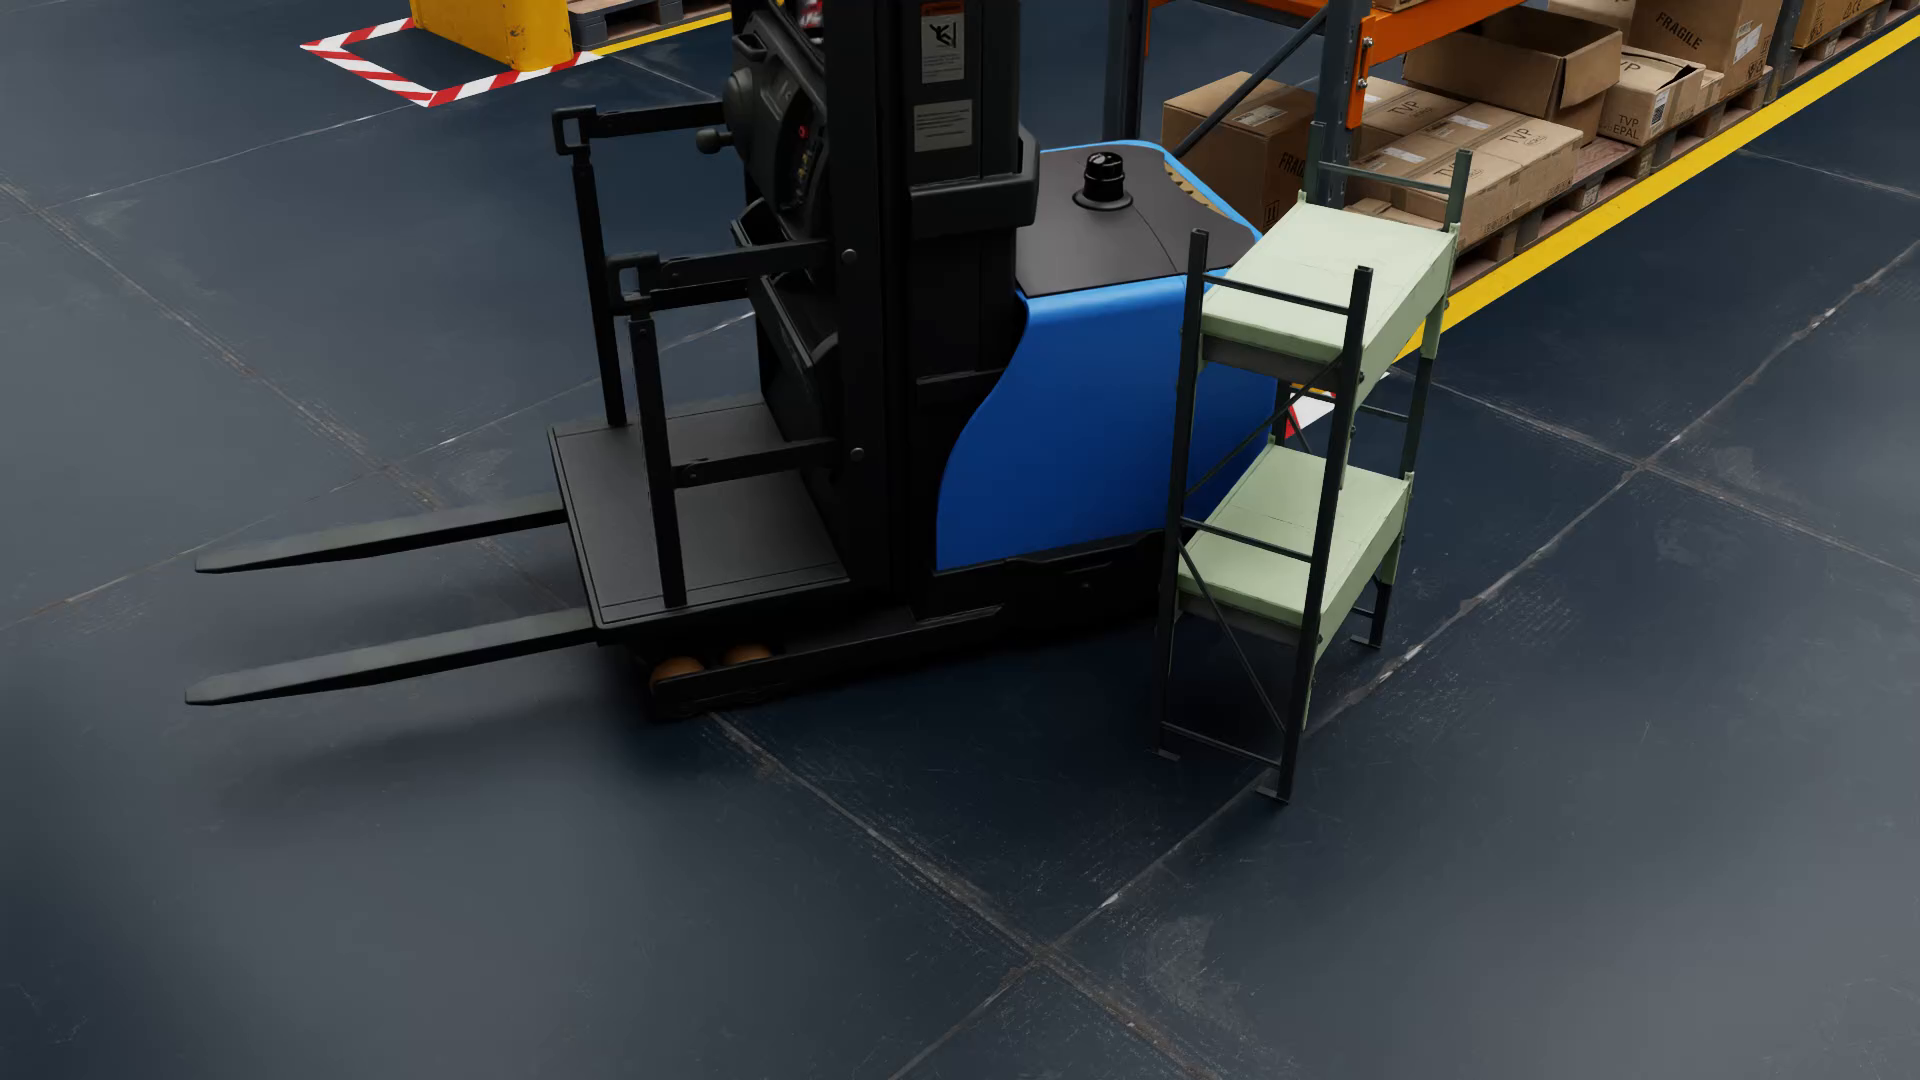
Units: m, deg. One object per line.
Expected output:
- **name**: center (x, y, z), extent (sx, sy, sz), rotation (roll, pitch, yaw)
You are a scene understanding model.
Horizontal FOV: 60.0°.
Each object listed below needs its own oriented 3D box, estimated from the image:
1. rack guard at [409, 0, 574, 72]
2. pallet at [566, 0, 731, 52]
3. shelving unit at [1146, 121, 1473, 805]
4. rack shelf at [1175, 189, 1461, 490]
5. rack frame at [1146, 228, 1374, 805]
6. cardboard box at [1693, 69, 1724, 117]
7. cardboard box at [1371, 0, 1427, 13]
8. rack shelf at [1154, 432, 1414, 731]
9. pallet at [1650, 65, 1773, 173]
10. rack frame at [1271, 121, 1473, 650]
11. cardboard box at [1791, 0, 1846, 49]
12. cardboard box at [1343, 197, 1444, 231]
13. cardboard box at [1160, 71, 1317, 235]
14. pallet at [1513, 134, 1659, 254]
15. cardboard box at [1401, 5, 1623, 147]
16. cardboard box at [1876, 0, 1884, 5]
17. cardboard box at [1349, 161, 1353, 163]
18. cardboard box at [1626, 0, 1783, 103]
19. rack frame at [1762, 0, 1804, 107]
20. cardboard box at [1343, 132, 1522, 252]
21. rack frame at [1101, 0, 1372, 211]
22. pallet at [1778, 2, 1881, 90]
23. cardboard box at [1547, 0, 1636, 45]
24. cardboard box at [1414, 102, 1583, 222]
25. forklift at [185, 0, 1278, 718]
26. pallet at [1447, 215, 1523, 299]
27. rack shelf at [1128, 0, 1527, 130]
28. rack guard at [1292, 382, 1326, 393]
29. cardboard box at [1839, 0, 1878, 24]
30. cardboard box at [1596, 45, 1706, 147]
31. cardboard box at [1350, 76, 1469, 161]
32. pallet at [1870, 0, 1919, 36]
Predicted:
- **rack guard**: center (-2.593, -2.971, 9.073), extent (1.175, 0.500, 0.348), rotation (30, 45, 35)
- **pallet**: center (-1.977, -3.187, 9.635), extent (1.003, 0.211, 1.213), rotation (30, 45, 35)
- **shelving unit**: center (0.859, -0.179, 4.195), extent (0.431, 1.500, 0.755), rotation (18, 39, 24)
- **rack shelf**: center (0.859, -0.499, 3.972), extent (0.431, 0.370, 0.720), rotation (18, 39, 24)
- **rack frame**: center (0.676, 0.003, 3.935), extent (0.400, 1.500, 0.023), rotation (18, 39, 24)
- **cardboard box**: center (3.324, -2.126, 7.785), extent (0.380, 0.149, 0.250), rotation (30, 45, 35)
- **cardboard box**: center (1.427, -2.129, 5.592), extent (0.500, 0.500, 0.500), rotation (-29, 44, -35)
- **rack shelf**: center (0.859, 0.089, 4.382), extent (0.431, 0.370, 0.720), rotation (18, 39, 24)
- **pallet**: center (3.261, -2.215, 8.242), extent (1.003, 0.211, 1.213), rotation (30, 45, 35)
- **rack frame**: center (1.041, -0.360, 4.455), extent (0.400, 1.500, 0.023), rotation (18, 39, 24)
- **cardboard box**: center (4.259, -2.891, 8.573), extent (0.500, 0.500, 0.500), rotation (27, 43, 33)
- **cardboard box**: center (1.642, -1.165, 6.390), extent (0.380, 0.166, 0.250), rotation (30, 45, 35)
- **cardboard box**: center (1.135, -1.489, 6.563), extent (0.500, 0.500, 0.500), rotation (30, 45, 35)
- **pallet**: center (2.401, -1.717, 7.528), extent (1.003, 0.211, 1.213), rotation (30, 45, 35)
- **cardboard box**: center (2.425, -2.029, 7.335), extent (0.797, 0.503, 0.637), rotation (30, 45, 35)
- **cardboard box**: center (4.984, -3.312, 9.177), extent (0.500, 0.500, 0.500), rotation (-29, 44, -35)
- **cardboard box**: center (1.485, -1.480, 6.842), extent (0.380, 0.166, 0.250), rotation (30, 45, 35)
- **cardboard box**: center (3.545, -2.447, 7.937), extent (0.500, 0.500, 0.500), rotation (30, 45, 35)
- **rack frame**: center (3.745, -3.637, 7.843), extent (1.000, 3.000, 0.127), rotation (30, 45, 35)
- **cardboard box**: center (1.864, -1.376, 6.619), extent (0.500, 0.250, 0.500), rotation (30, 45, 35)
- **rack frame**: center (0.927, -2.014, 5.515), extent (1.000, 3.000, 0.127), rotation (30, 45, 35)
- **pallet**: center (4.292, -2.839, 9.136), extent (1.003, 0.211, 1.213), rotation (30, 45, 35)
- **cardboard box**: center (3.296, -2.632, 8.367), extent (0.500, 0.311, 0.500), rotation (30, 45, 35)
- **cardboard box**: center (2.216, -1.579, 6.910), extent (0.500, 0.250, 0.500), rotation (30, 45, 35)
- **forklift**: center (-0.655, -1.056, 4.202), extent (3.031, 2.935, 1.130), rotation (-11, 36, -15)
- **pallet**: center (1.542, -1.225, 6.822), extent (1.003, 0.211, 1.213), rotation (30, 45, 35)
- **rack shelf**: center (2.336, -2.530, 6.885), extent (1.077, 0.370, 4.000), rotation (30, 45, 35)
- **rack guard**: center (0.981, -1.019, 6.274), extent (1.175, 0.500, 0.348), rotation (30, 45, 35)
- **cardboard box**: center (4.627, -3.112, 8.890), extent (0.500, 0.500, 0.500), rotation (-29, 44, -35)
- **cardboard box**: center (3.017, -2.065, 7.555), extent (0.500, 0.311, 0.500), rotation (30, 45, 35)
- **cardboard box**: center (1.826, -1.760, 7.170), extent (0.500, 0.250, 0.500), rotation (30, 45, 35)
- **pallet**: center (5.151, -3.337, 9.850), extent (1.003, 0.211, 1.213), rotation (30, 45, 35)
